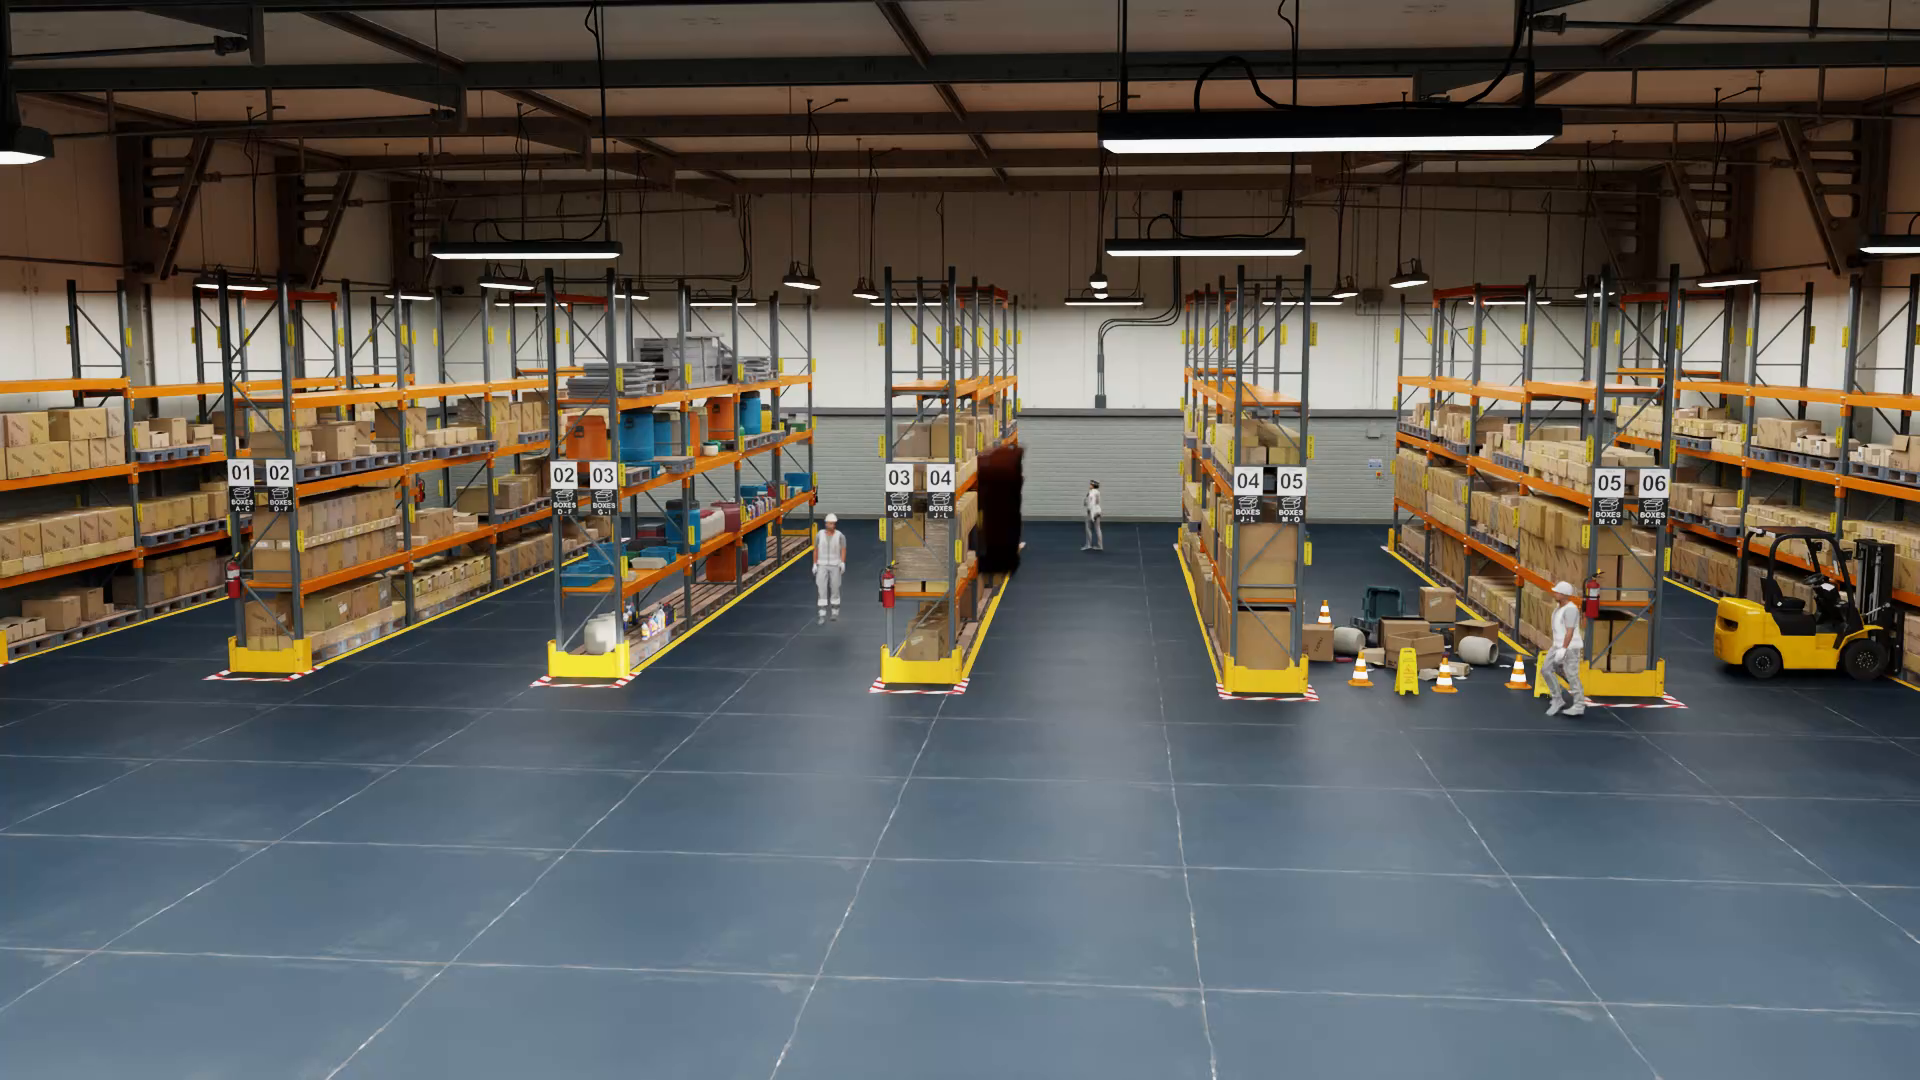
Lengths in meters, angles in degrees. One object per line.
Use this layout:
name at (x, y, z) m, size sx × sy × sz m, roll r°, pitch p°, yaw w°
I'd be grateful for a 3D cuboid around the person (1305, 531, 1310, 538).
person at (7.995, -0.756, 40.344) m, size 1.019 × 1.731 × 0.536 m, roll 1°, pitch 7°, yaw 5°

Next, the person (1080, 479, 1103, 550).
person at (3.131, -0.601, 39.308) m, size 0.620 × 1.700 × 0.515 m, roll 5°, pitch 9°, yaw 37°

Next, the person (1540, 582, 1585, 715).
person at (8.021, 1.458, 22.051) m, size 0.525 × 1.827 × 0.583 m, roll -1°, pitch 7°, yaw -6°

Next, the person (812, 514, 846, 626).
person at (-2.179, 0.485, 27.604) m, size 0.575 × 1.806 × 0.716 m, roll 0°, pitch 7°, yaw -2°

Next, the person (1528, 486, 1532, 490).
person at (13.695, -0.763, 40.338) m, size 0.986 × 1.724 × 0.534 m, roll 0°, pitch 7°, yaw 0°
